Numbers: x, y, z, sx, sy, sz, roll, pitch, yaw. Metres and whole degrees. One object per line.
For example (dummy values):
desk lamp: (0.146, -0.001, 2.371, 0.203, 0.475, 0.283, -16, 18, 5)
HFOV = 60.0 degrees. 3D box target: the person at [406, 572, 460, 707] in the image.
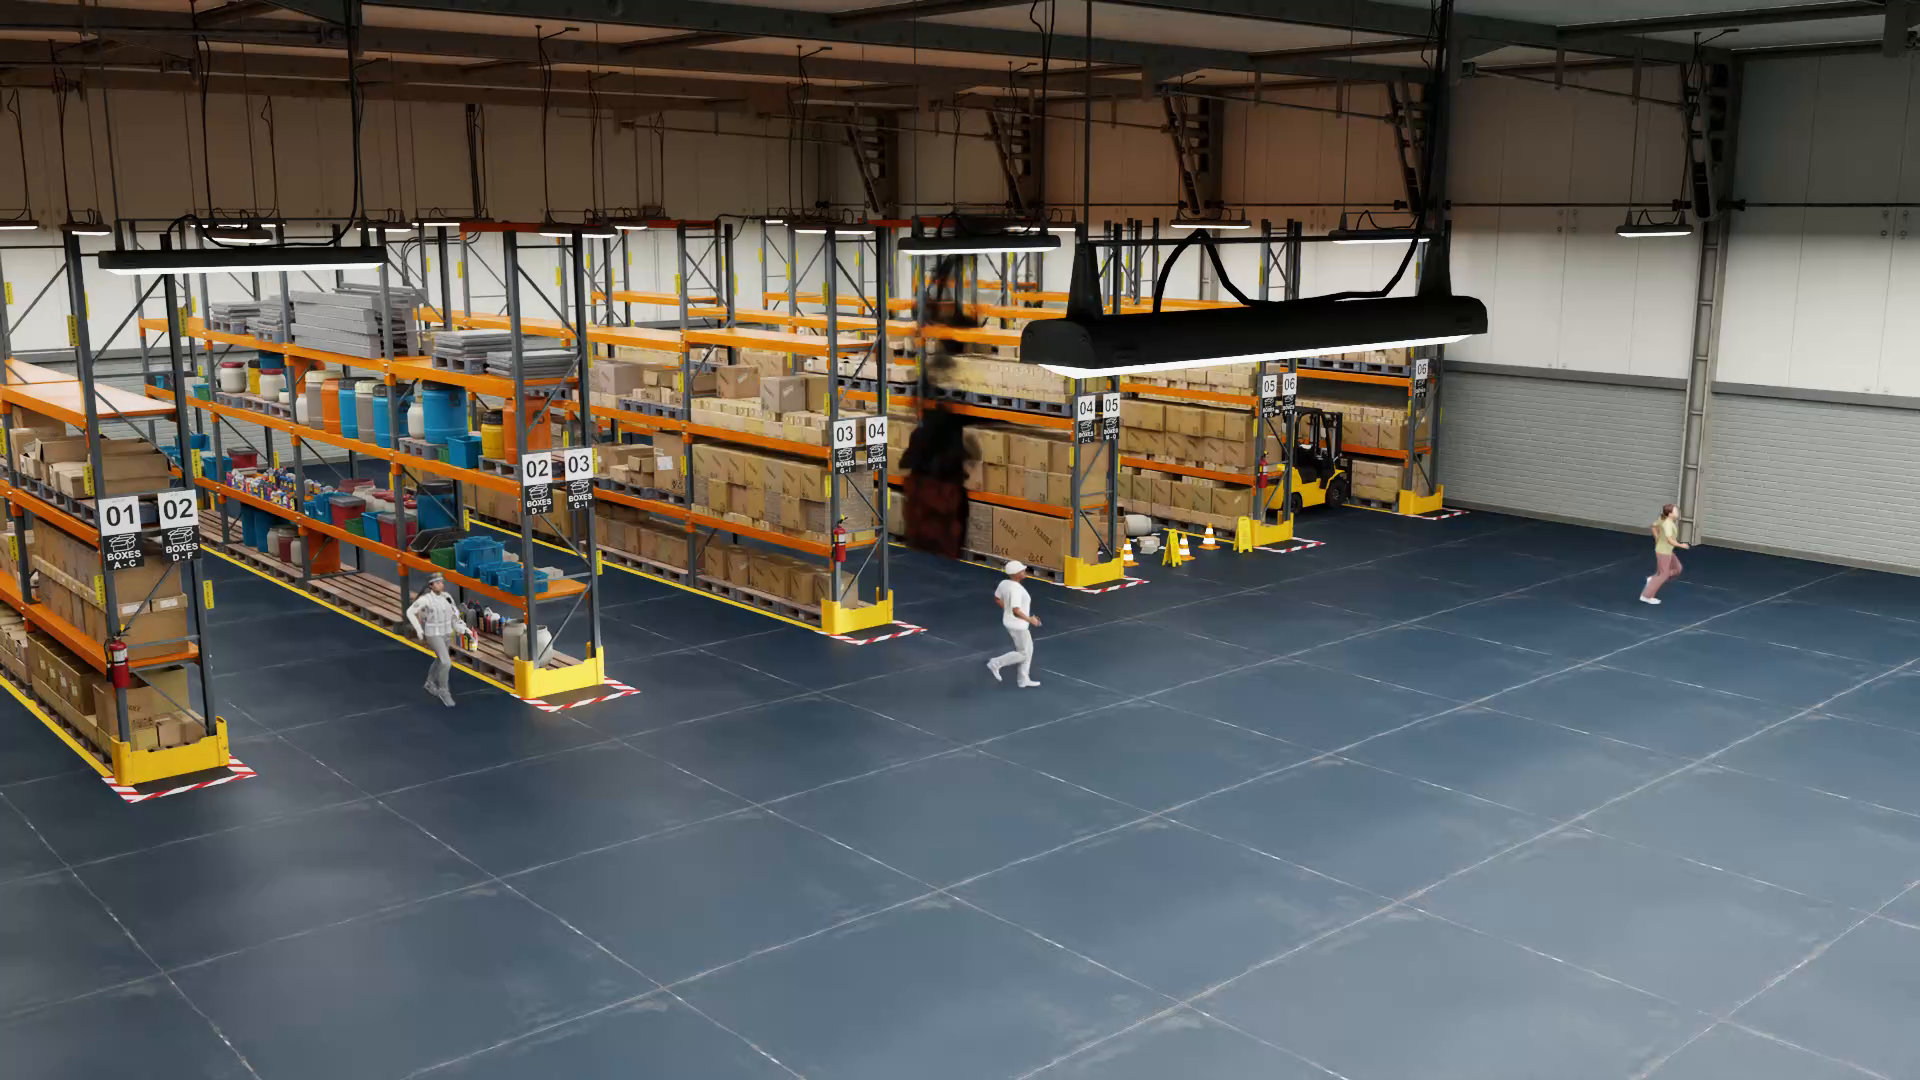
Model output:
person: (-6.693, 1.262, 21.359, 0.738, 1.754, 0.580, 6, 13, 29)

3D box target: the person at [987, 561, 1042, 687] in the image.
person: (0.702, 1.120, 21.961, 0.771, 1.734, 0.709, -3, 12, -14)

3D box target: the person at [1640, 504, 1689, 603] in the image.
person: (11.341, 0.210, 26.732, 0.667, 1.627, 0.599, 3, 12, 17)

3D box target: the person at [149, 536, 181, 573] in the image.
person: (-12.737, 0.184, 26.609, 0.598, 1.738, 0.667, 9, 14, 37)
